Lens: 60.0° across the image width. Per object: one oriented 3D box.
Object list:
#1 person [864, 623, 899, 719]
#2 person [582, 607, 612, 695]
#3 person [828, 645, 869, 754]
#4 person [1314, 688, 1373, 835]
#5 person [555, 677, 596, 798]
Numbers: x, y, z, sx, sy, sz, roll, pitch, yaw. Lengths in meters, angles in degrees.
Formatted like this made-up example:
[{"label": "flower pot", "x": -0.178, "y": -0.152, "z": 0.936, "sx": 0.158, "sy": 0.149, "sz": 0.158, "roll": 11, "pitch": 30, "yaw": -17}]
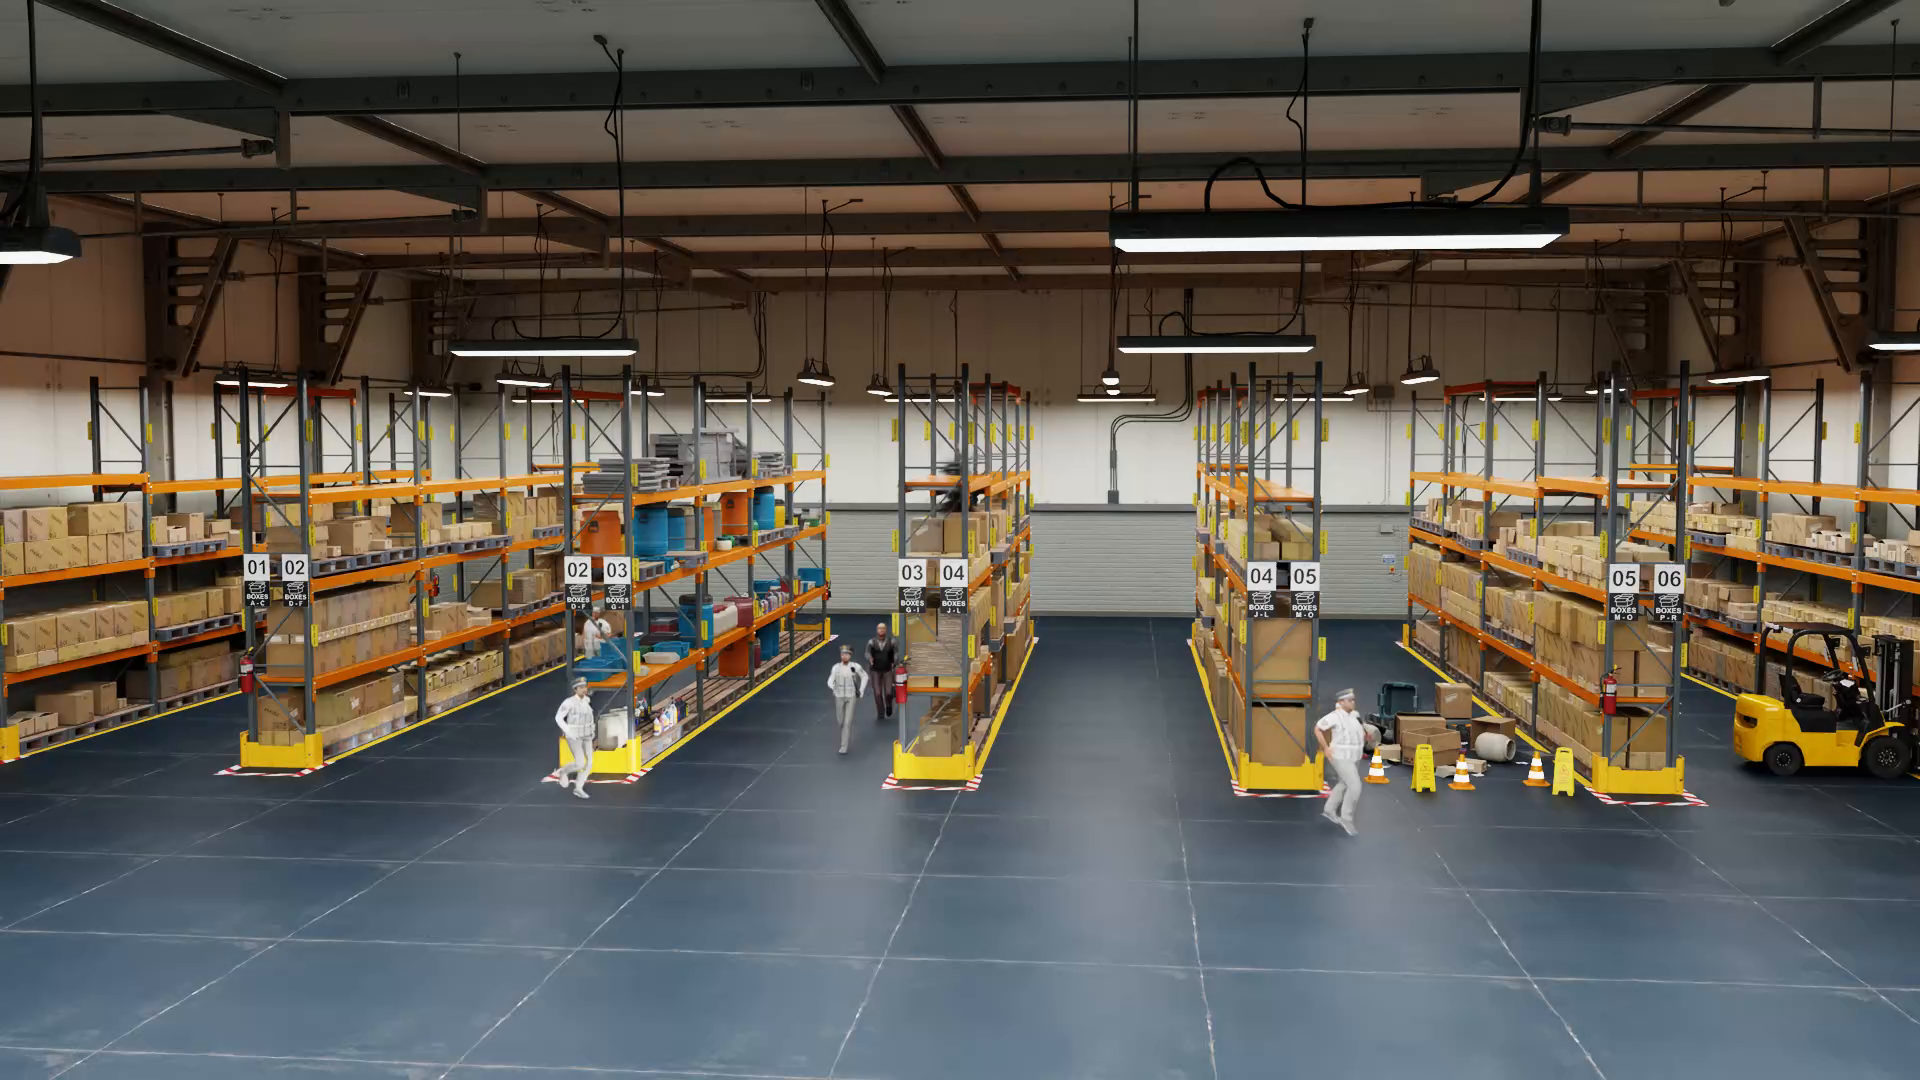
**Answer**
[{"label": "person", "x": -1.354, "y": 2.297, "z": 28.993, "sx": 0.651, "sy": 1.673, "sz": 0.583, "roll": 0, "pitch": 4, "yaw": 1}, {"label": "person", "x": -6.998, "y": 2.104, "z": 31.990, "sx": 0.610, "sy": 1.647, "sz": 0.940, "roll": 0, "pitch": 4, "yaw": 0}, {"label": "person", "x": -1.782, "y": 2.485, "z": 26.210, "sx": 0.630, "sy": 1.650, "sz": 0.949, "roll": 0, "pitch": 4, "yaw": 6}, {"label": "person", "x": 4.876, "y": 2.783, "z": 20.955, "sx": 0.631, "sy": 1.850, "sz": 0.744, "roll": -4, "pitch": 5, "yaw": -45}, {"label": "person", "x": -5.311, "y": 2.713, "z": 22.980, "sx": 0.521, "sy": 1.677, "sz": 0.640, "roll": 3, "pitch": 5, "yaw": 37}]
